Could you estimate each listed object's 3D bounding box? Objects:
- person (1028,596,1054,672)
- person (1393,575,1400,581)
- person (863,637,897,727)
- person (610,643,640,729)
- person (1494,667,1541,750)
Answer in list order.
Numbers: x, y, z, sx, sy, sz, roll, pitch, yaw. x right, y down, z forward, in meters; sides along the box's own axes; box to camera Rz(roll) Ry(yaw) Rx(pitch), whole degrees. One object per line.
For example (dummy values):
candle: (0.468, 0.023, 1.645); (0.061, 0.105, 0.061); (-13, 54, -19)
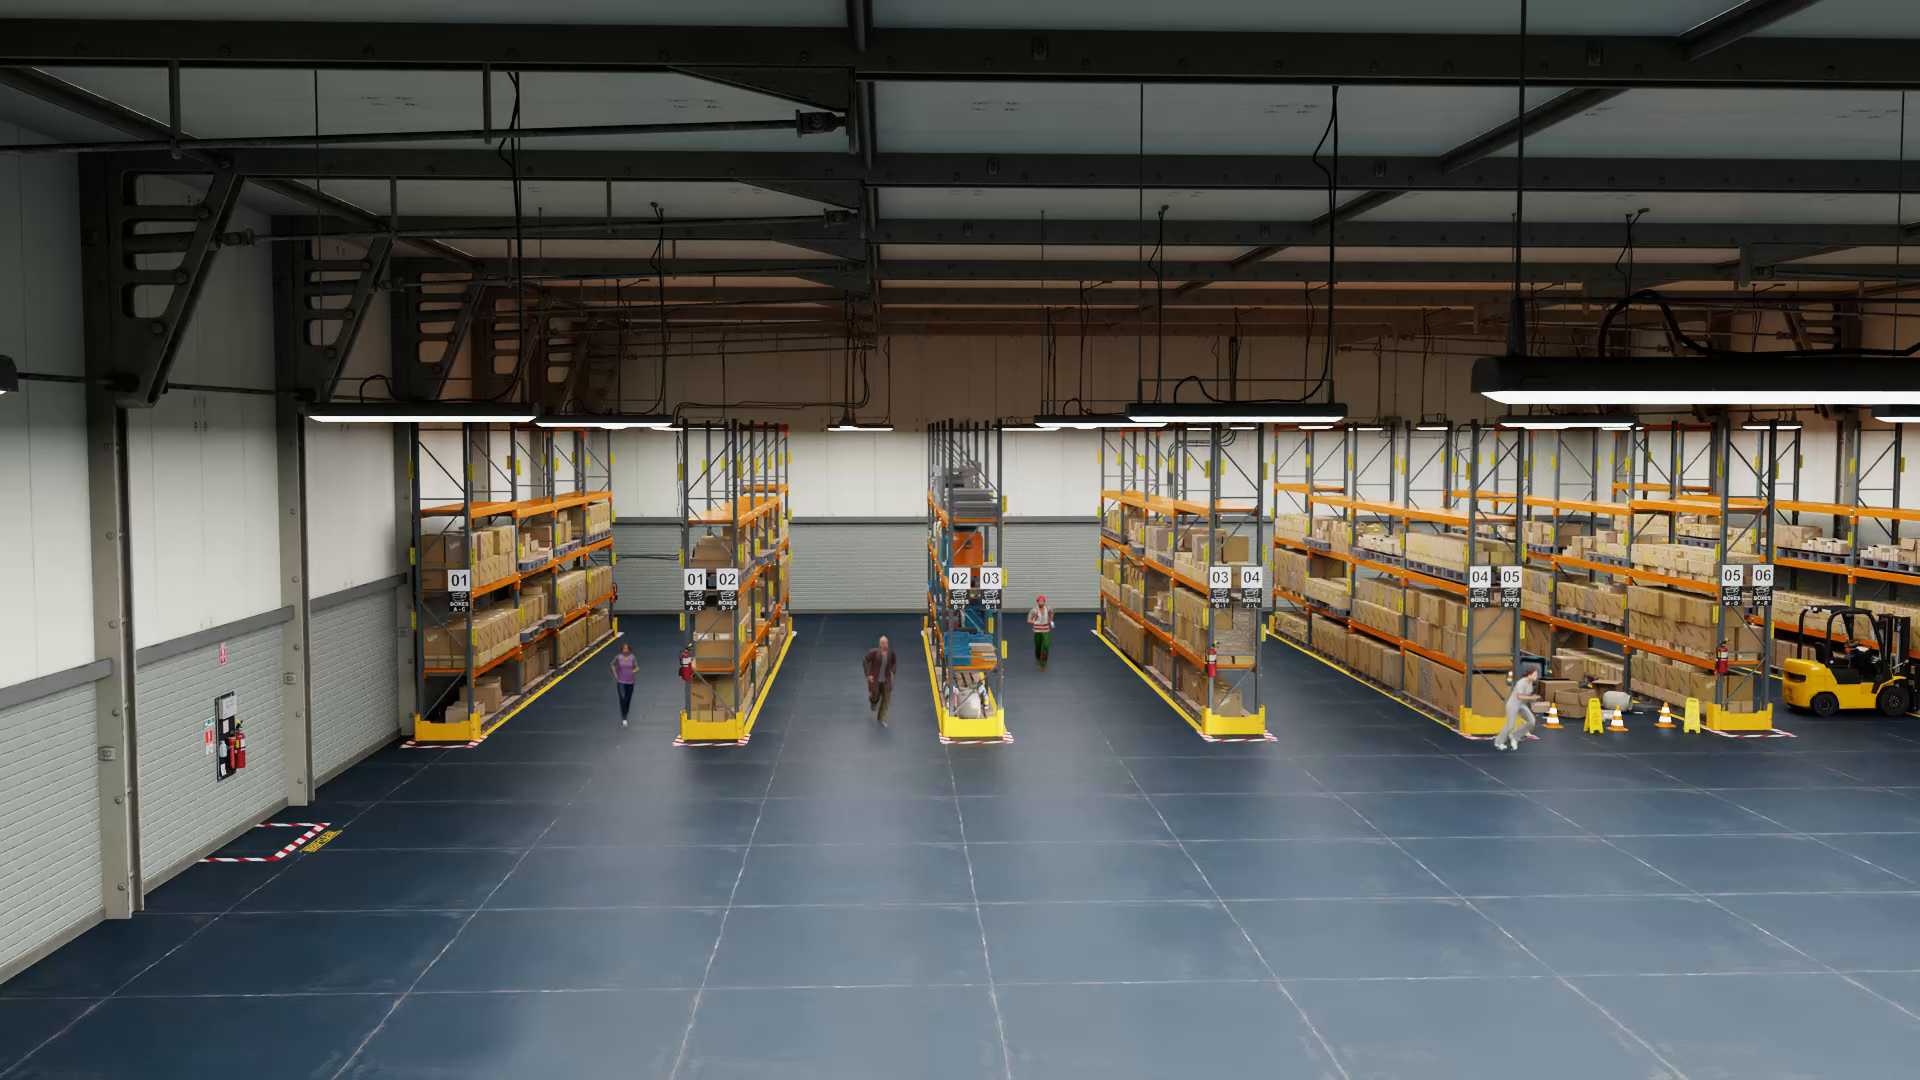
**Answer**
person: (1.962, 2.262, 40.347); (0.690, 1.849, 0.912); (-1, 4, -10)
person: (12.930, 1.668, 49.230); (0.910, 1.761, 0.694); (0, 4, 3)
person: (-1.581, 2.771, 32.867); (0.718, 1.759, 0.938); (-1, 4, -19)
person: (-6.559, 2.825, 32.622); (0.534, 1.626, 0.830); (-1, 4, -20)
person: (10.082, 3.022, 29.950); (0.589, 1.533, 0.898); (-3, 5, -42)
